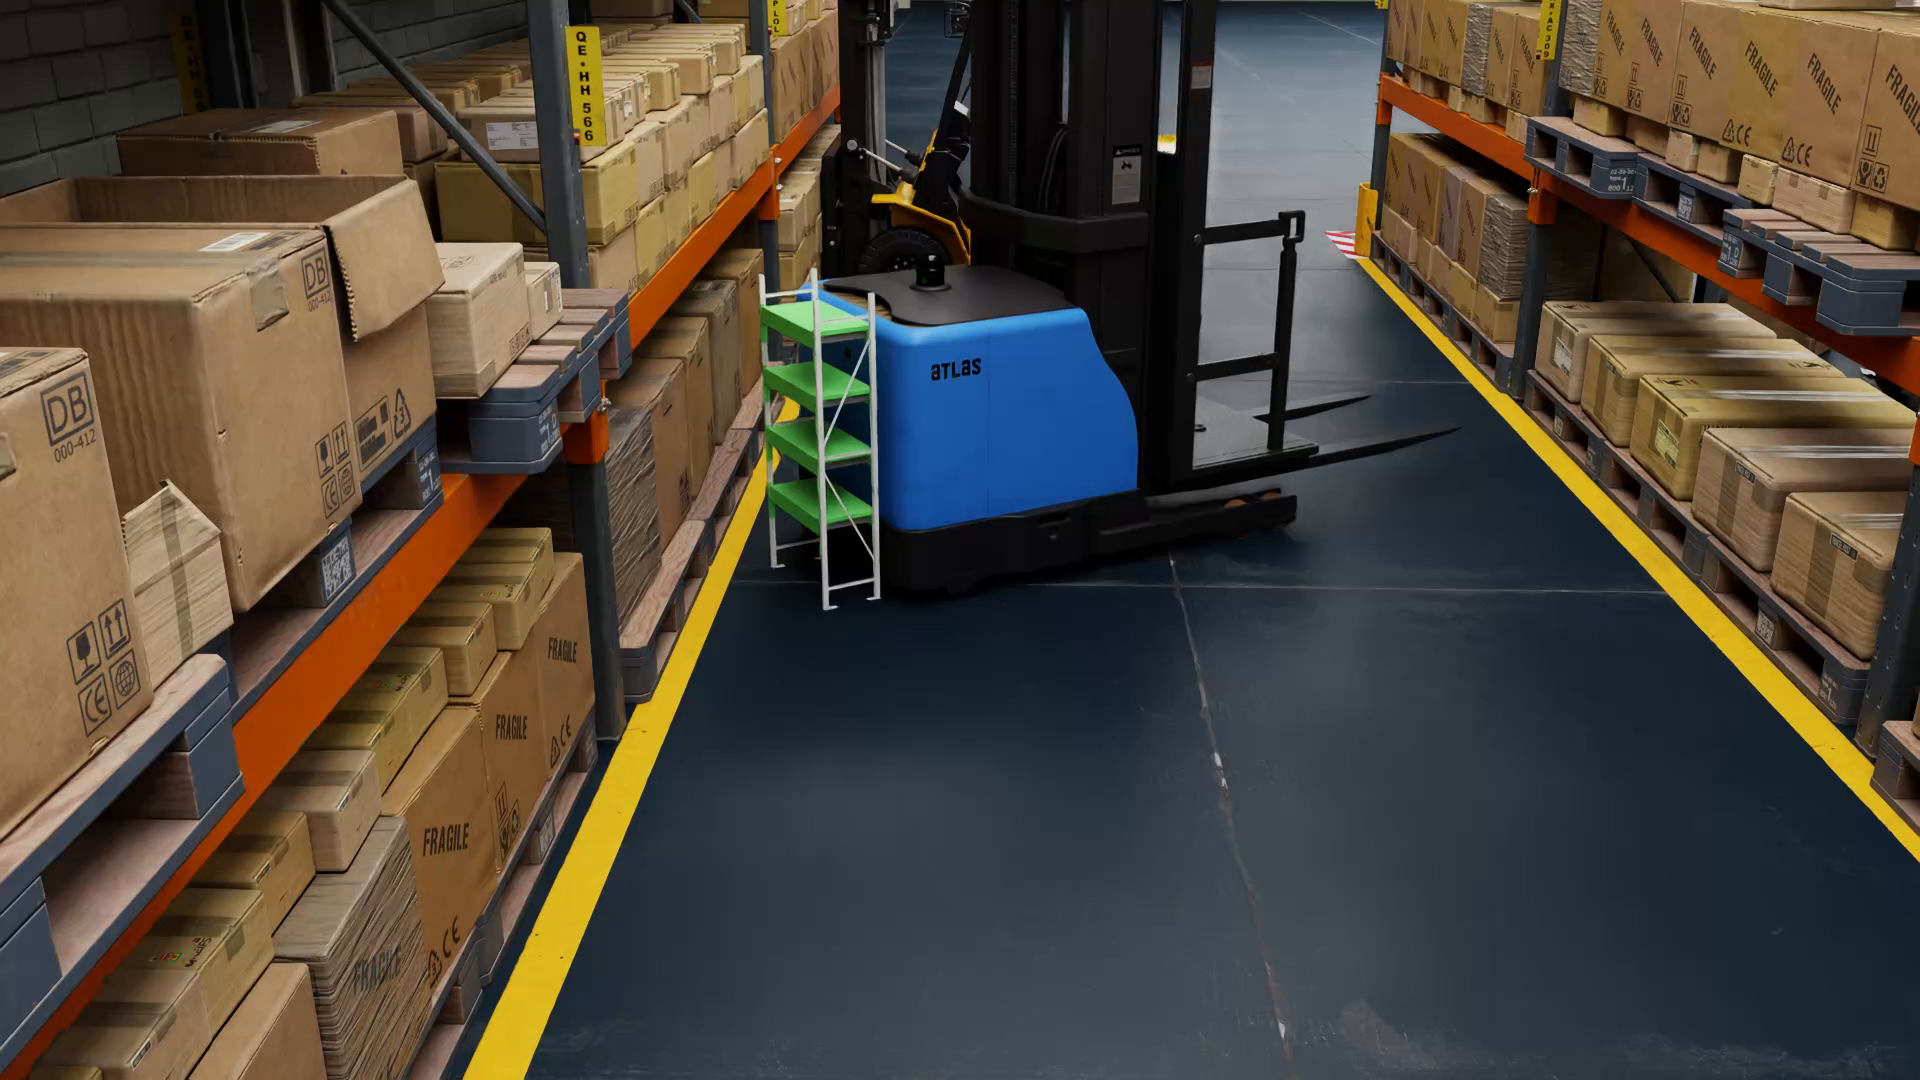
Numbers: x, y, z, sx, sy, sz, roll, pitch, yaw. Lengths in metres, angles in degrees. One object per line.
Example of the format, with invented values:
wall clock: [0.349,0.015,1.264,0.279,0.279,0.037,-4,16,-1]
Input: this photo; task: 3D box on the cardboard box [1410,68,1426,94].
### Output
cardboard box: [3.257,-3.095,11.205,0.380,0.149,0.250,1,21,2]

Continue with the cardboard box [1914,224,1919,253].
cardboard box: [3.142,-0.917,5.013,0.380,0.149,0.250,1,21,4]

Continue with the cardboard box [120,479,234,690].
cardboard box: [-1.290,0.044,2.373,0.396,0.266,0.258,2,21,4]

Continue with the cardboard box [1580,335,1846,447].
cardboard box: [3.457,-0.685,7.699,0.950,0.372,0.625,2,21,5]

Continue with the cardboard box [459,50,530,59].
cardboard box: [-1.790,-1.891,6.720,0.380,0.149,0.250,1,21,2]

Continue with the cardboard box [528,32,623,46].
cardboard box: [-1.766,-2.255,7.658,0.380,0.149,0.250,1,21,1]

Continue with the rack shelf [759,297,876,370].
rack shelf: [-0.537,-0.778,6.224,0.258,0.148,0.480,-12,24,-28]

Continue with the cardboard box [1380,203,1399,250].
cardboard box: [3.310,-2.235,11.864,0.500,0.250,0.500,0,21,1]

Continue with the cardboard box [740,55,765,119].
cardboard box: [-1.232,-2.200,8.068,0.500,0.250,0.500,0,21,0]

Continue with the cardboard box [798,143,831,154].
cardboard box: [-1.068,-2.506,11.180,0.500,0.250,0.500,1,21,2]

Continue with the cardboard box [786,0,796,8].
cardboard box: [-1.139,-3.097,9.417,0.380,0.149,0.250,1,21,3]

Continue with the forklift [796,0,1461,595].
forklift: [0.858,-1.524,6.904,3.031,2.935,1.130,-11,24,-27]

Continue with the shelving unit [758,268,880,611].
shelving unit: [-0.537,-0.390,6.375,0.258,1.200,0.503,-12,24,-28]

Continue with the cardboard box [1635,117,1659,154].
cardboard box: [3.158,-1.760,7.185,0.380,0.149,0.250,1,21,2]

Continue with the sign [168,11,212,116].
sign: [-2.149,-1.315,4.672,0.100,0.325,0.005,1,21,2]

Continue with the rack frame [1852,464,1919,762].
rack frame: [3.368,-0.718,4.731,1.000,3.000,0.127,1,21,2]

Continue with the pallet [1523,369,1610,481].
pallet: [3.467,-0.582,8.238,1.003,0.211,1.213,1,21,2]

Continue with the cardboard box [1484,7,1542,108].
cardboard box: [3.263,-2.699,9.288,0.500,0.500,0.500,1,21,3]

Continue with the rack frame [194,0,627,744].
rack frame: [-1.594,-0.771,4.869,1.000,3.000,0.127,1,21,2]

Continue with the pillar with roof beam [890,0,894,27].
pillar with roof beam: [2.760,-14.849,32.857,9.100,9.000,0.400,1,21,2]

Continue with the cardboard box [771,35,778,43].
cardboard box: [-1.193,-2.772,8.992,0.380,0.149,0.250,1,21,3]

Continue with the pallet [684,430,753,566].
pallet: [-1.490,-0.208,7.273,1.003,0.211,1.213,1,21,2]

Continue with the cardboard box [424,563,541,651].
cardboard box: [-1.333,0.177,4.405,0.380,0.149,0.250,0,21,-1]

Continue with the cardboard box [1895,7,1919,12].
cardboard box: [3.631,-1.639,5.977,0.500,0.500,0.500,1,21,3]

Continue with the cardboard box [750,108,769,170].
cardboard box: [-1.226,-1.962,8.146,0.500,0.250,0.500,1,21,3]

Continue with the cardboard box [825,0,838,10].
cardboard box: [-1.059,-3.791,11.618,0.380,0.149,0.250,1,21,2]

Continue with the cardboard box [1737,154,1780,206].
cardboard box: [3.051,-1.297,5.992,0.380,0.149,0.250,1,21,3]

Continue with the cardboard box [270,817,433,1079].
cardboard box: [-1.428,0.912,3.406,0.500,0.500,0.500,0,21,0]

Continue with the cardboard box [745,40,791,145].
cardboard box: [-1.198,-2.421,8.984,0.500,0.500,0.500,0,21,0]

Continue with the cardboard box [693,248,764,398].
cardboard box: [-1.477,-1.117,8.463,0.875,0.625,0.625,2,21,4]

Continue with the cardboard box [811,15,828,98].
cardboard box: [-1.143,-3.156,10.879,0.500,0.500,0.500,0,21,1]

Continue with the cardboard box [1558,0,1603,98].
cardboard box: [3.188,-2.379,7.882,0.500,0.500,0.500,1,21,3]

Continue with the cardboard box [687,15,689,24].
cardboard box: [-1.761,-2.966,9.491,0.380,0.149,0.250,1,21,2]

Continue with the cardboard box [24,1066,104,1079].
cardboard box: [-1.516,0.923,2.483,0.380,0.149,0.250,0,21,1]

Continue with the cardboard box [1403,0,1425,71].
cardboard box: [3.307,-3.440,11.198,0.500,0.500,0.500,1,21,3]

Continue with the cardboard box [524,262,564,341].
cardboard box: [-1.230,-0.608,4.215,0.380,0.149,0.250,1,21,3]

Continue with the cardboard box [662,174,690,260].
cardboard box: [-1.307,-1.227,6.251,0.500,0.250,0.500,0,21,0]

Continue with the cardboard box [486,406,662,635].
cardboard box: [-1.561,-0.085,5.803,0.875,0.625,0.625,1,21,3]

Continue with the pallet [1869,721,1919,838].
pallet: [3.268,0.867,4.503,1.003,0.211,1.213,1,21,2]

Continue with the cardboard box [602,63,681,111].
cardboard box: [-1.261,-1.699,6.225,0.380,0.149,0.250,1,21,3]

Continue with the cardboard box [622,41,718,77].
cardboard box: [-1.257,-2.068,7.177,0.380,0.149,0.250,0,21,0]

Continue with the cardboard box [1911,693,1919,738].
cardboard box: [3.263,0.326,4.399,0.875,0.875,0.875,0,21,1]

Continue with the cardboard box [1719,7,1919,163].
cardboard box: [3.122,-1.636,5.968,0.500,0.500,0.500,-1,21,-2]

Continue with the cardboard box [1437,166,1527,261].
cardboard box: [3.267,-2.013,10.253,0.500,0.500,0.500,2,21,4]

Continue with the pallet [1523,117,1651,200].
pallet: [3.321,-1.800,7.786,1.003,0.211,1.213,1,21,2]

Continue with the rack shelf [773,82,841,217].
rack shelf: [-1.411,-2.605,10.590,1.077,0.370,4.000,1,21,2]

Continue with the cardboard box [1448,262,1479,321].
cardboard box: [3.245,-1.487,9.935,0.500,0.250,0.500,0,21,0]

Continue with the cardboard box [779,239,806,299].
cardboard box: [-1.149,-1.536,9.369,0.500,0.250,0.500,1,21,1]

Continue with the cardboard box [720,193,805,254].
cardboard box: [-1.144,-1.769,9.279,0.500,0.250,0.500,0,21,1]

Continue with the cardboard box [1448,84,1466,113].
cardboard box: [3.231,-2.719,10.238,0.380,0.149,0.250,1,21,2]

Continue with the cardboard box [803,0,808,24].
cardboard box: [-1.133,-3.237,10.191,0.380,0.149,0.250,0,21,1]

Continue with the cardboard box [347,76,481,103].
cardboard box: [-1.884,-1.518,5.760,0.380,0.149,0.250,0,21,1]

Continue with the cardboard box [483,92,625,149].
cardboard box: [-1.283,-1.328,5.271,0.380,0.149,0.250,1,21,3]

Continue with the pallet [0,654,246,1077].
pallet: [-1.582,0.477,1.918,1.003,0.211,1.213,1,21,2]

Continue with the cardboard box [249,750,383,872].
cardboard box: [-1.424,0.557,3.425,0.380,0.149,0.250,0,21,-1]

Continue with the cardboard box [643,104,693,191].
cardboard box: [-1.286,-1.462,6.166,0.500,0.250,0.500,0,21,0]

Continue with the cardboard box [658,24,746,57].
cardboard box: [-1.261,-2.440,8.136,0.380,0.149,0.250,1,21,3]

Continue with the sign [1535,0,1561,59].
sign: [2.947,-2.571,8.311,0.100,0.325,0.005,1,21,2]
